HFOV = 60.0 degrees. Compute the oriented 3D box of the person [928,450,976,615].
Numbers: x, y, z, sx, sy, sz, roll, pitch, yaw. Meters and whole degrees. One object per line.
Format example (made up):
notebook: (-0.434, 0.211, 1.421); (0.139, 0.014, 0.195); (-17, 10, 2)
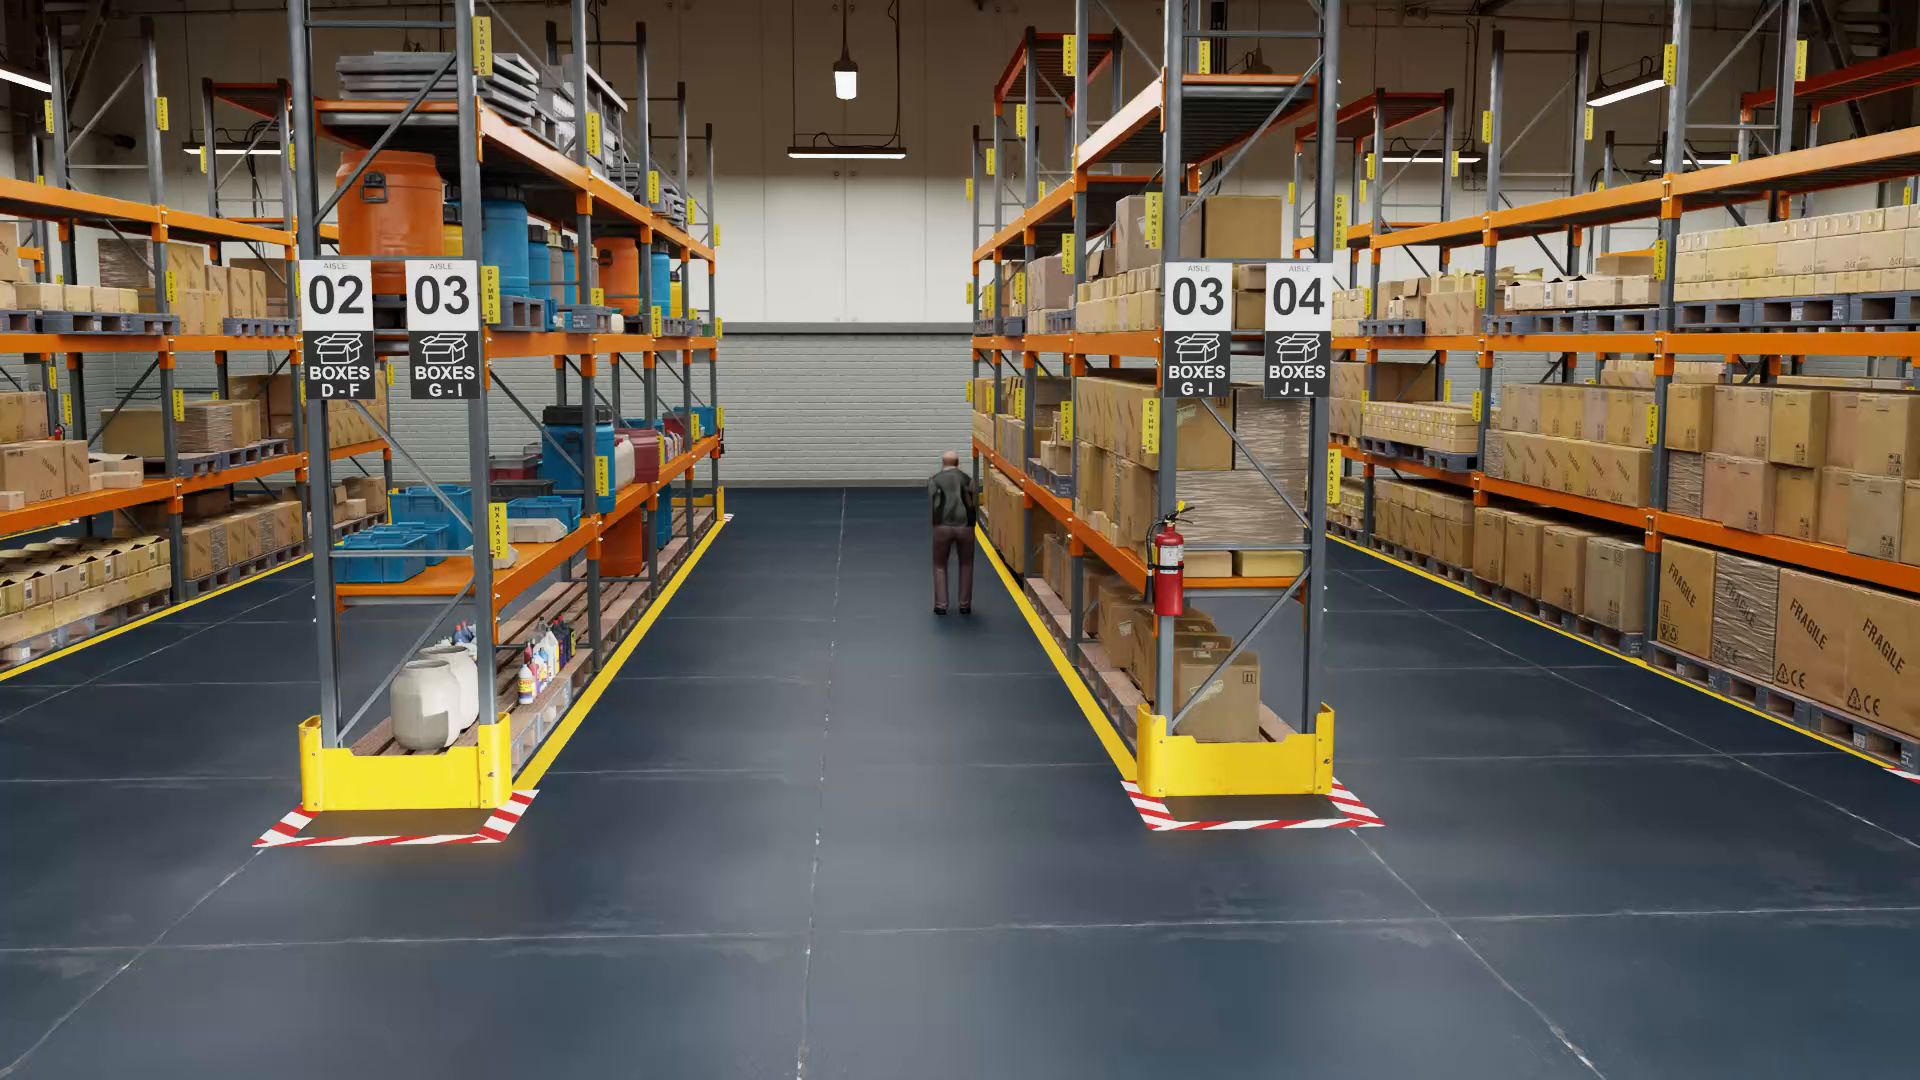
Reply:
person: (-0.082, -0.079, 16.876); (0.471, 1.640, 0.612); (-1, 7, -5)
